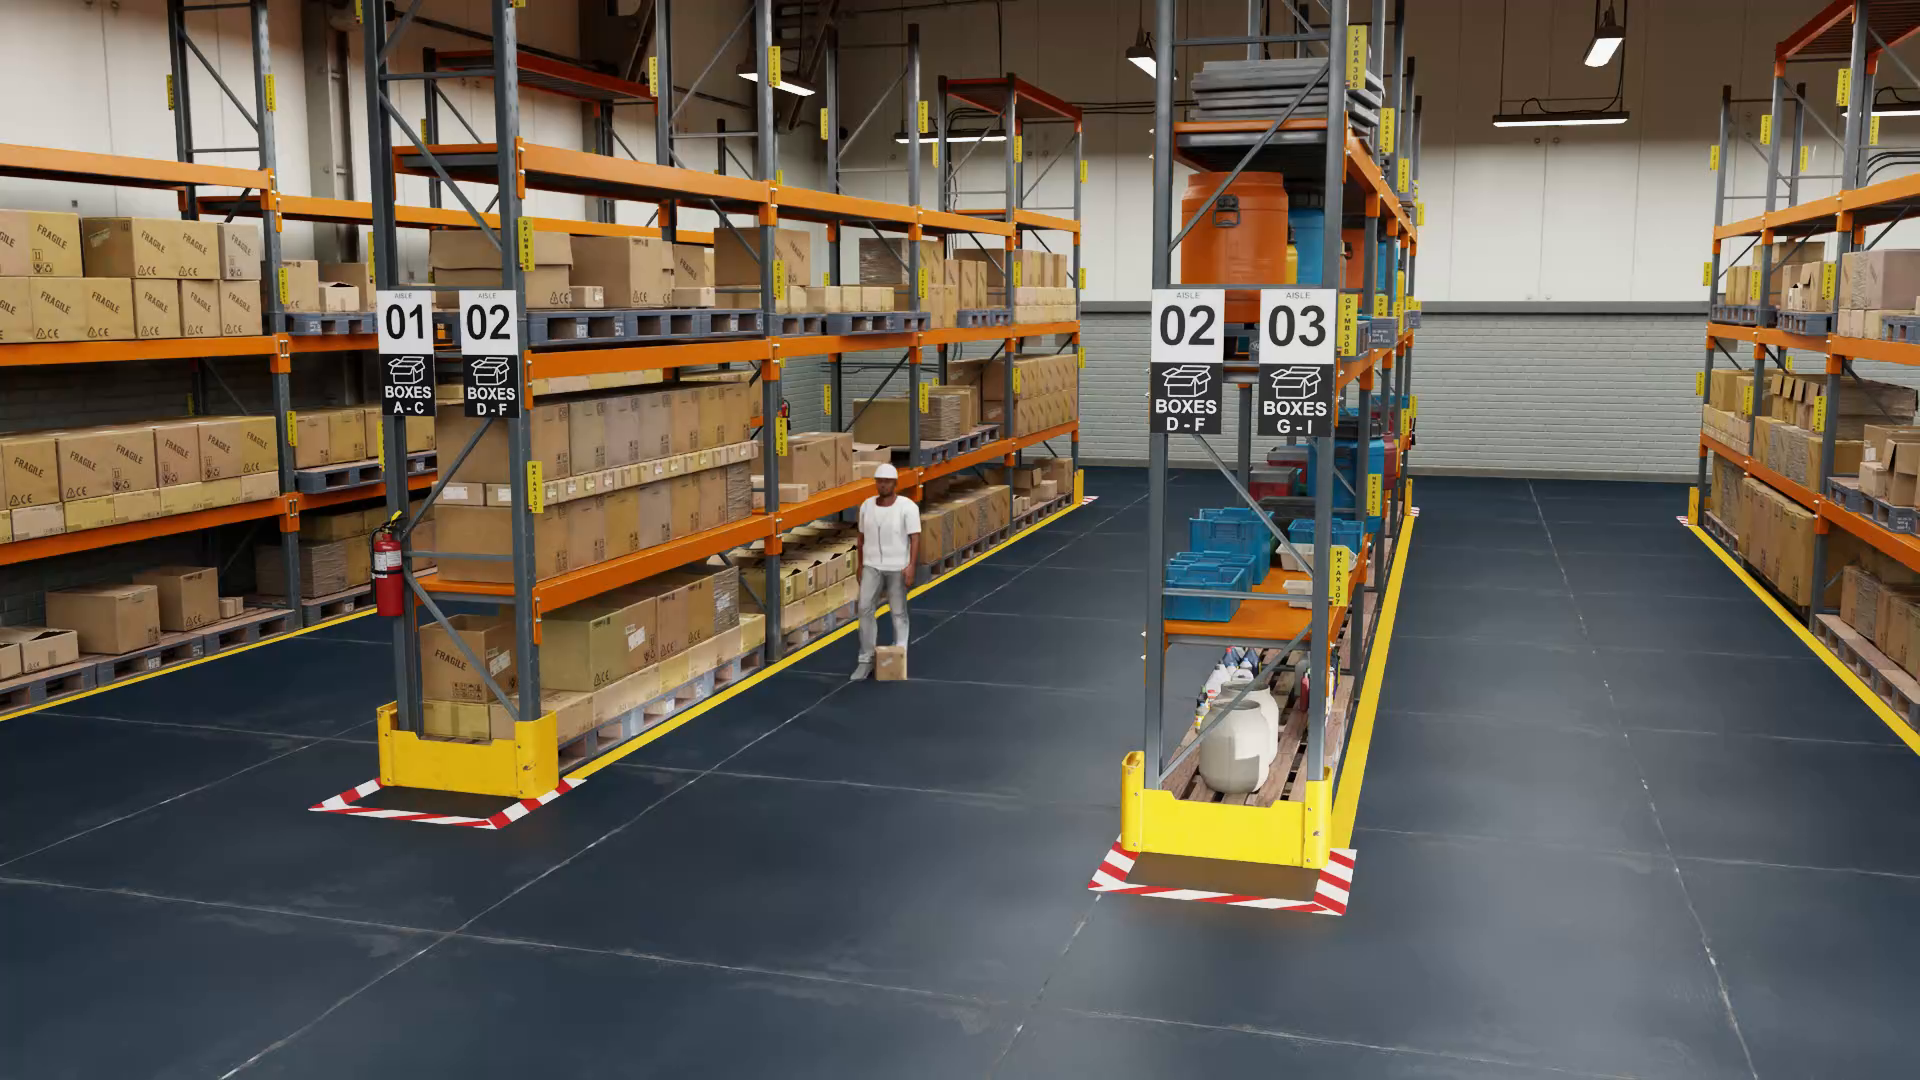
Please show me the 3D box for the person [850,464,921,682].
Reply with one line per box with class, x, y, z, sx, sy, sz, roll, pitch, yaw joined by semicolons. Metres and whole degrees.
person;-0.639;0.260;13.982;0.623;1.795;0.754;2;9;15
